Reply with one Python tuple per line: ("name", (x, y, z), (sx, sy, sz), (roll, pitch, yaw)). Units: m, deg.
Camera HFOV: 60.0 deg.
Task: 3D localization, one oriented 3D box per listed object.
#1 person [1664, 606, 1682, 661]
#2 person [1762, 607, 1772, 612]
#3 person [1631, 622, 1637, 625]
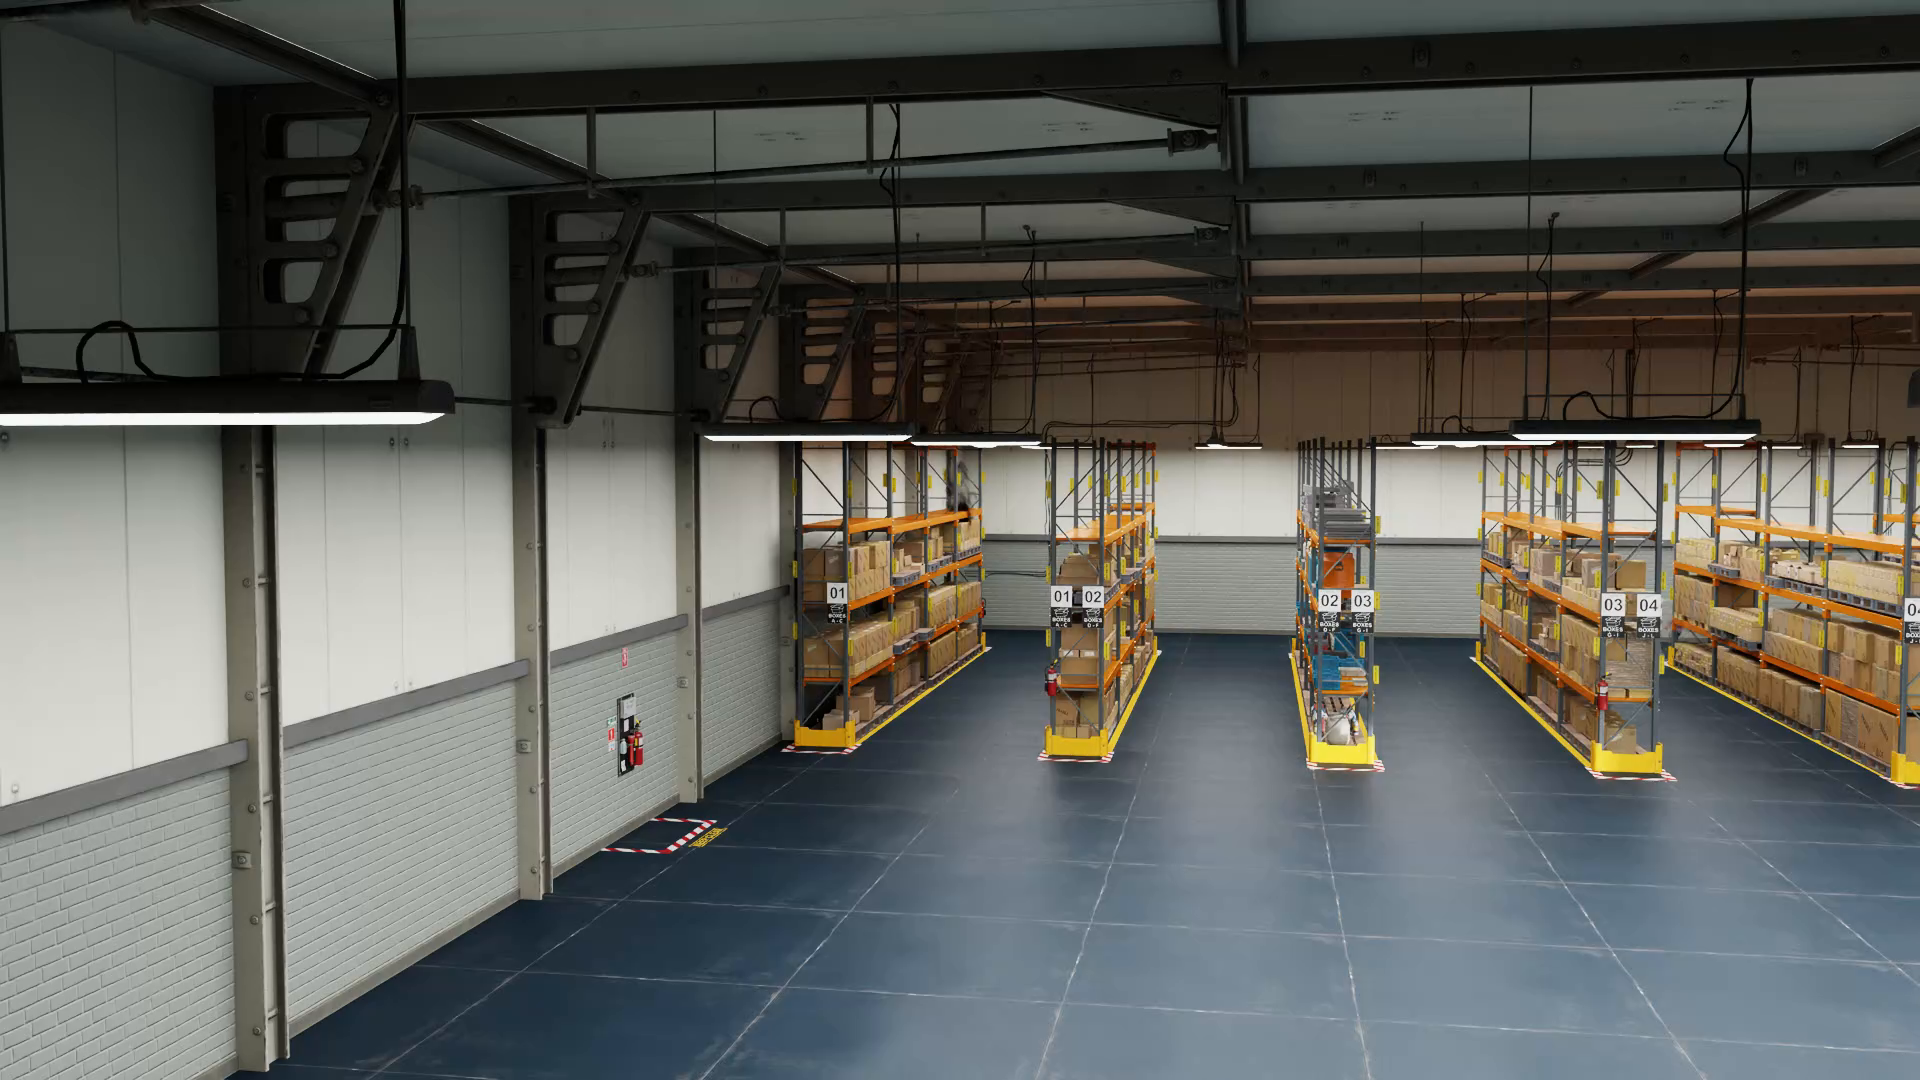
("person", (19.723, 2.531, 45.731), (0.695, 1.573, 0.542), (-1, 3, -15))
("person", (20.684, 2.585, 42.716), (0.637, 1.793, 0.693), (0, 3, 1))
("person", (17.420, 2.595, 42.530), (0.616, 1.851, 0.779), (1, 3, 17))
